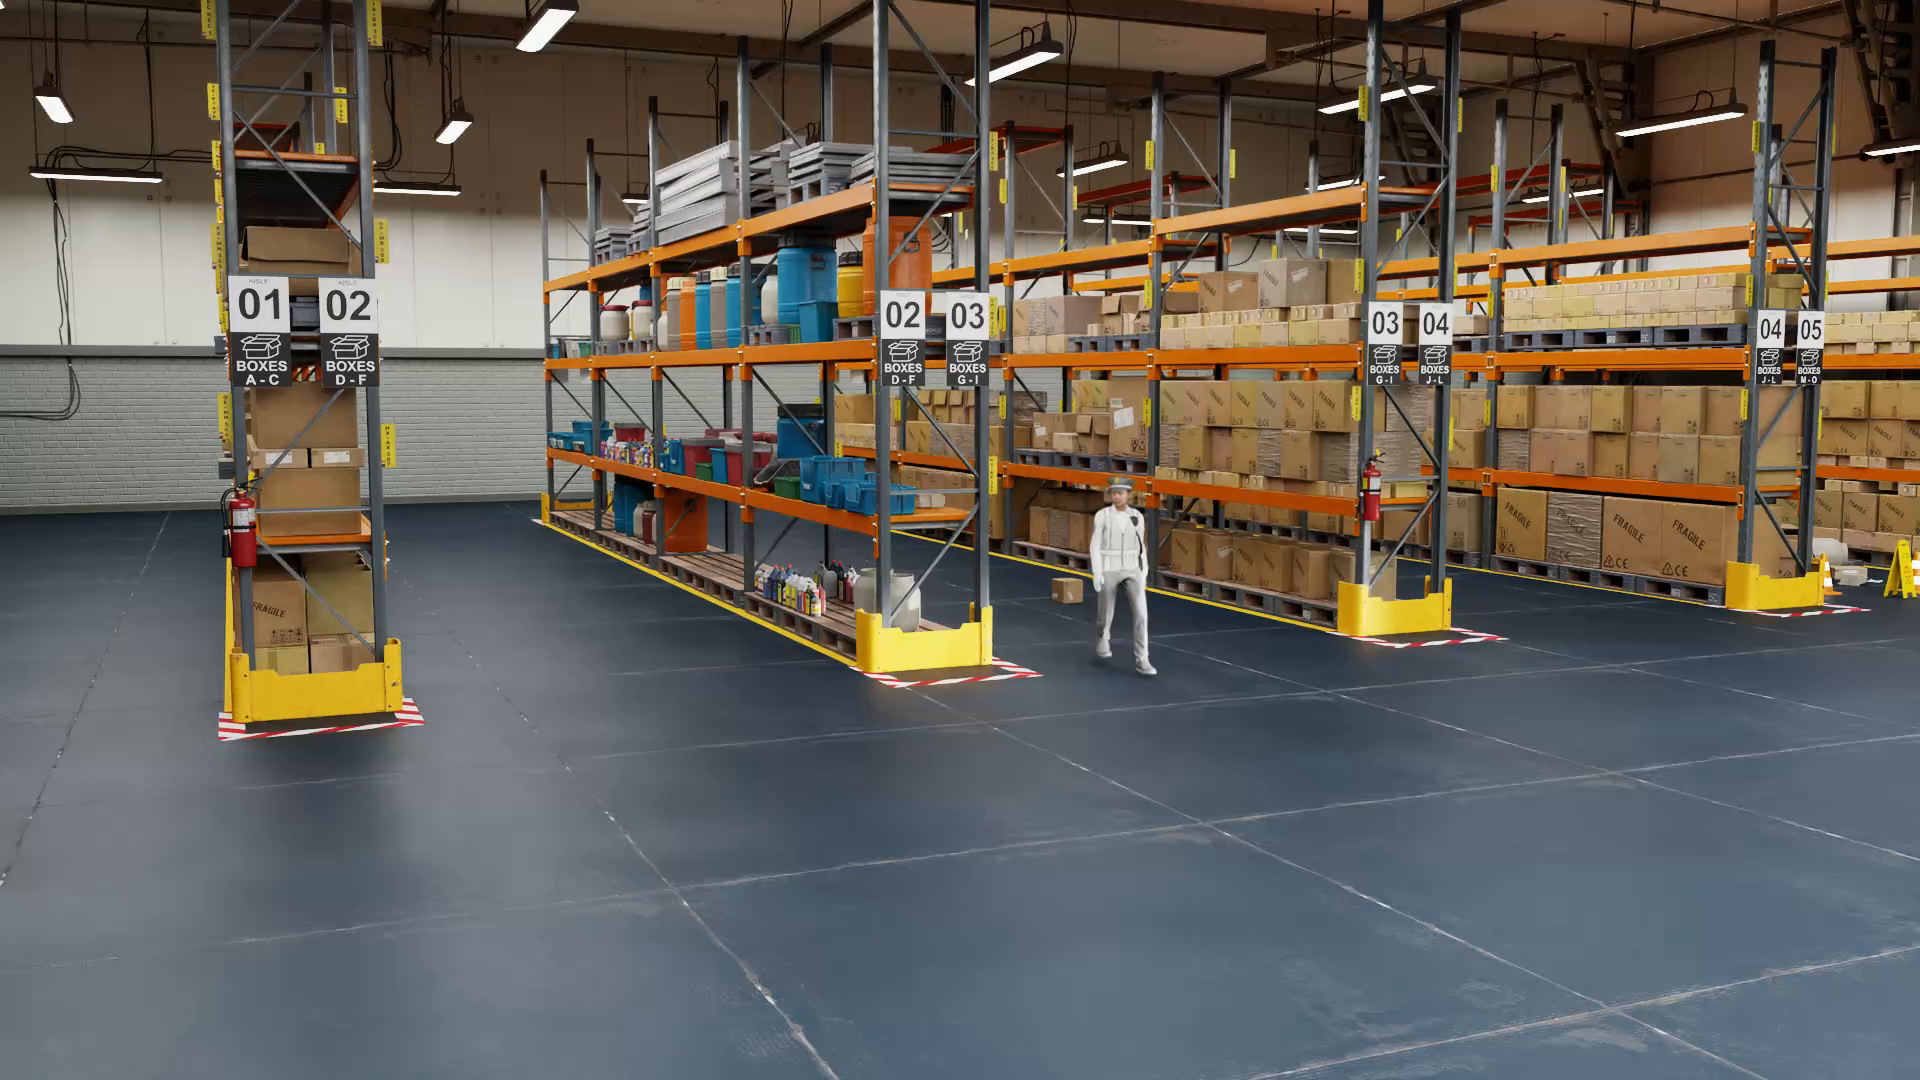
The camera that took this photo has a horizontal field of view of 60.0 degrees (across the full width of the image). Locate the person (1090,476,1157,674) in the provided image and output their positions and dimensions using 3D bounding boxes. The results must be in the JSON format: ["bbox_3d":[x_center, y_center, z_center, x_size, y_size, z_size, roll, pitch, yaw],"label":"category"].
[{"bbox_3d":[1.350,0.269,14.075,0.511,1.634,0.912,-1,6,-8],"label":"person"}]
